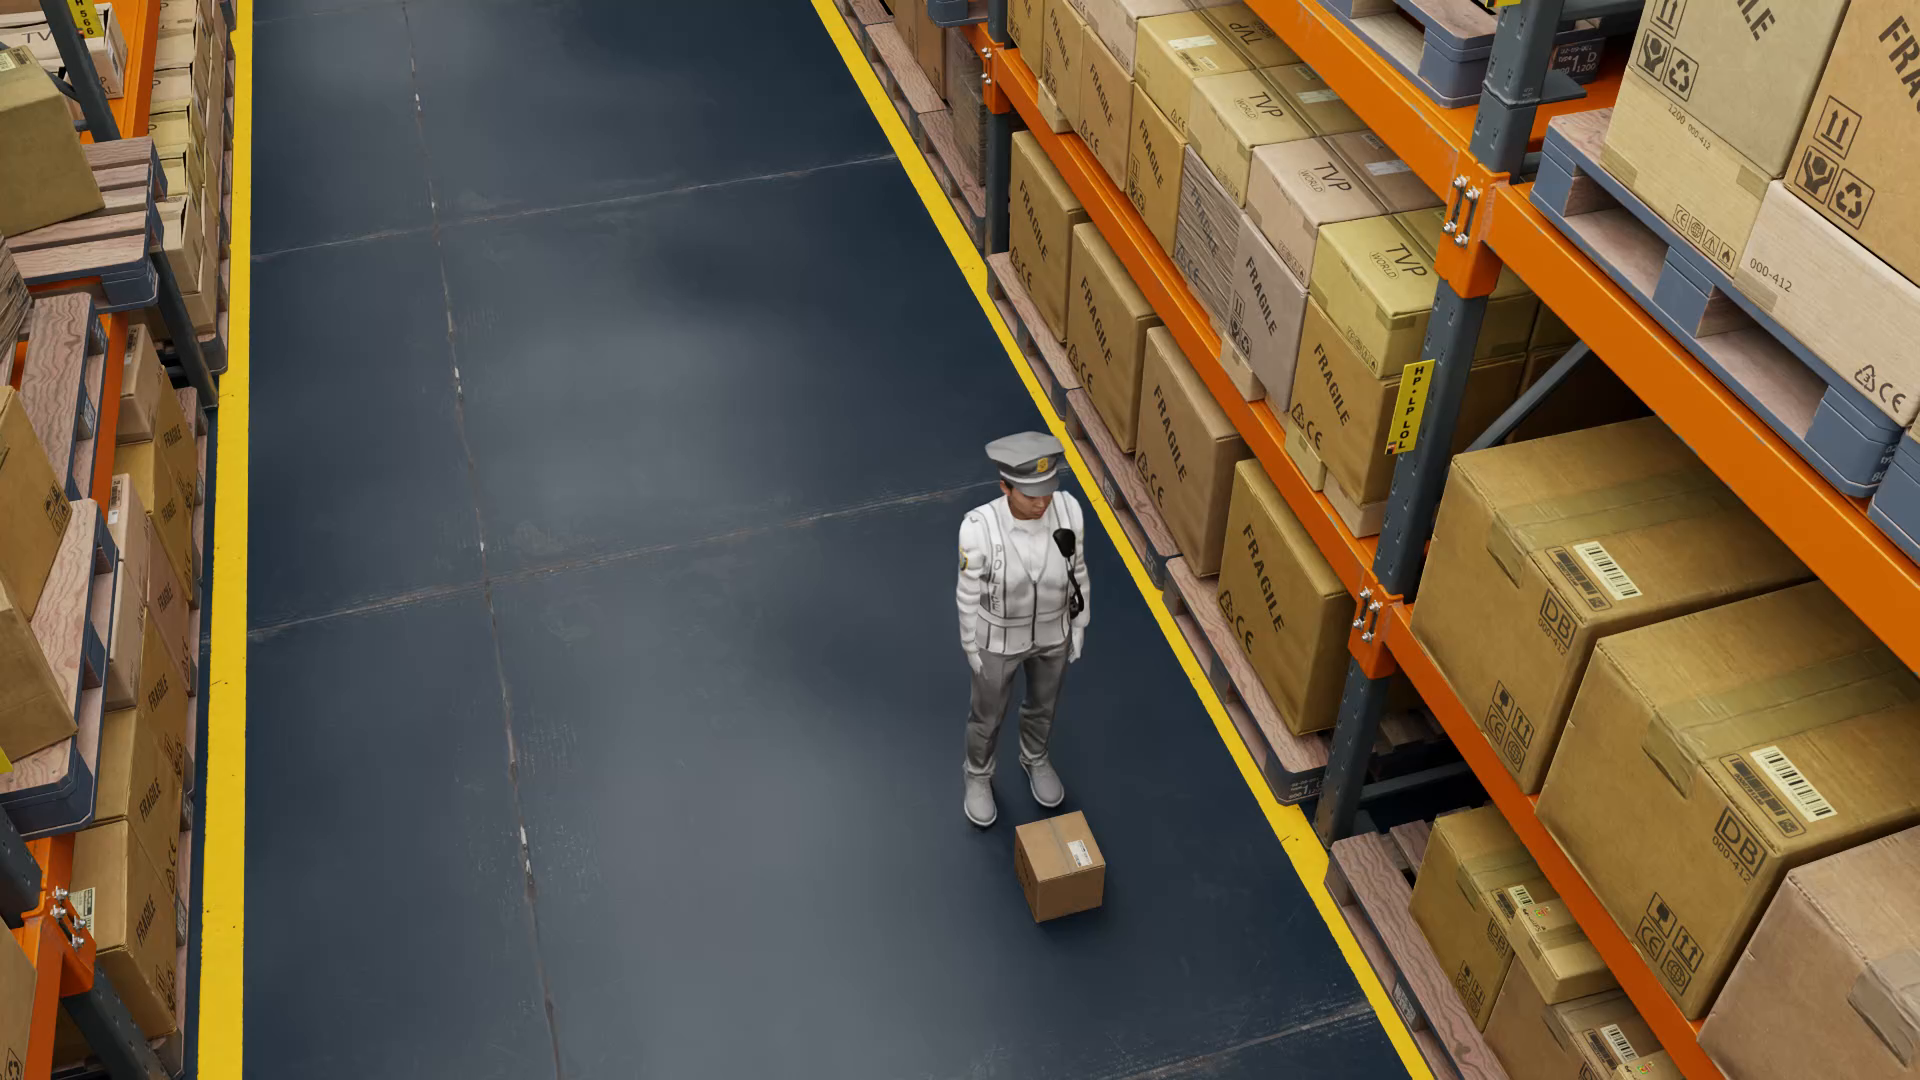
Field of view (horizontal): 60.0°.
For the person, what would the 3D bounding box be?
[{"bbox_3d":[0.225,0.323,5.793,0.475,1.684,0.340,-12,44,-13],"label":"person"}]
